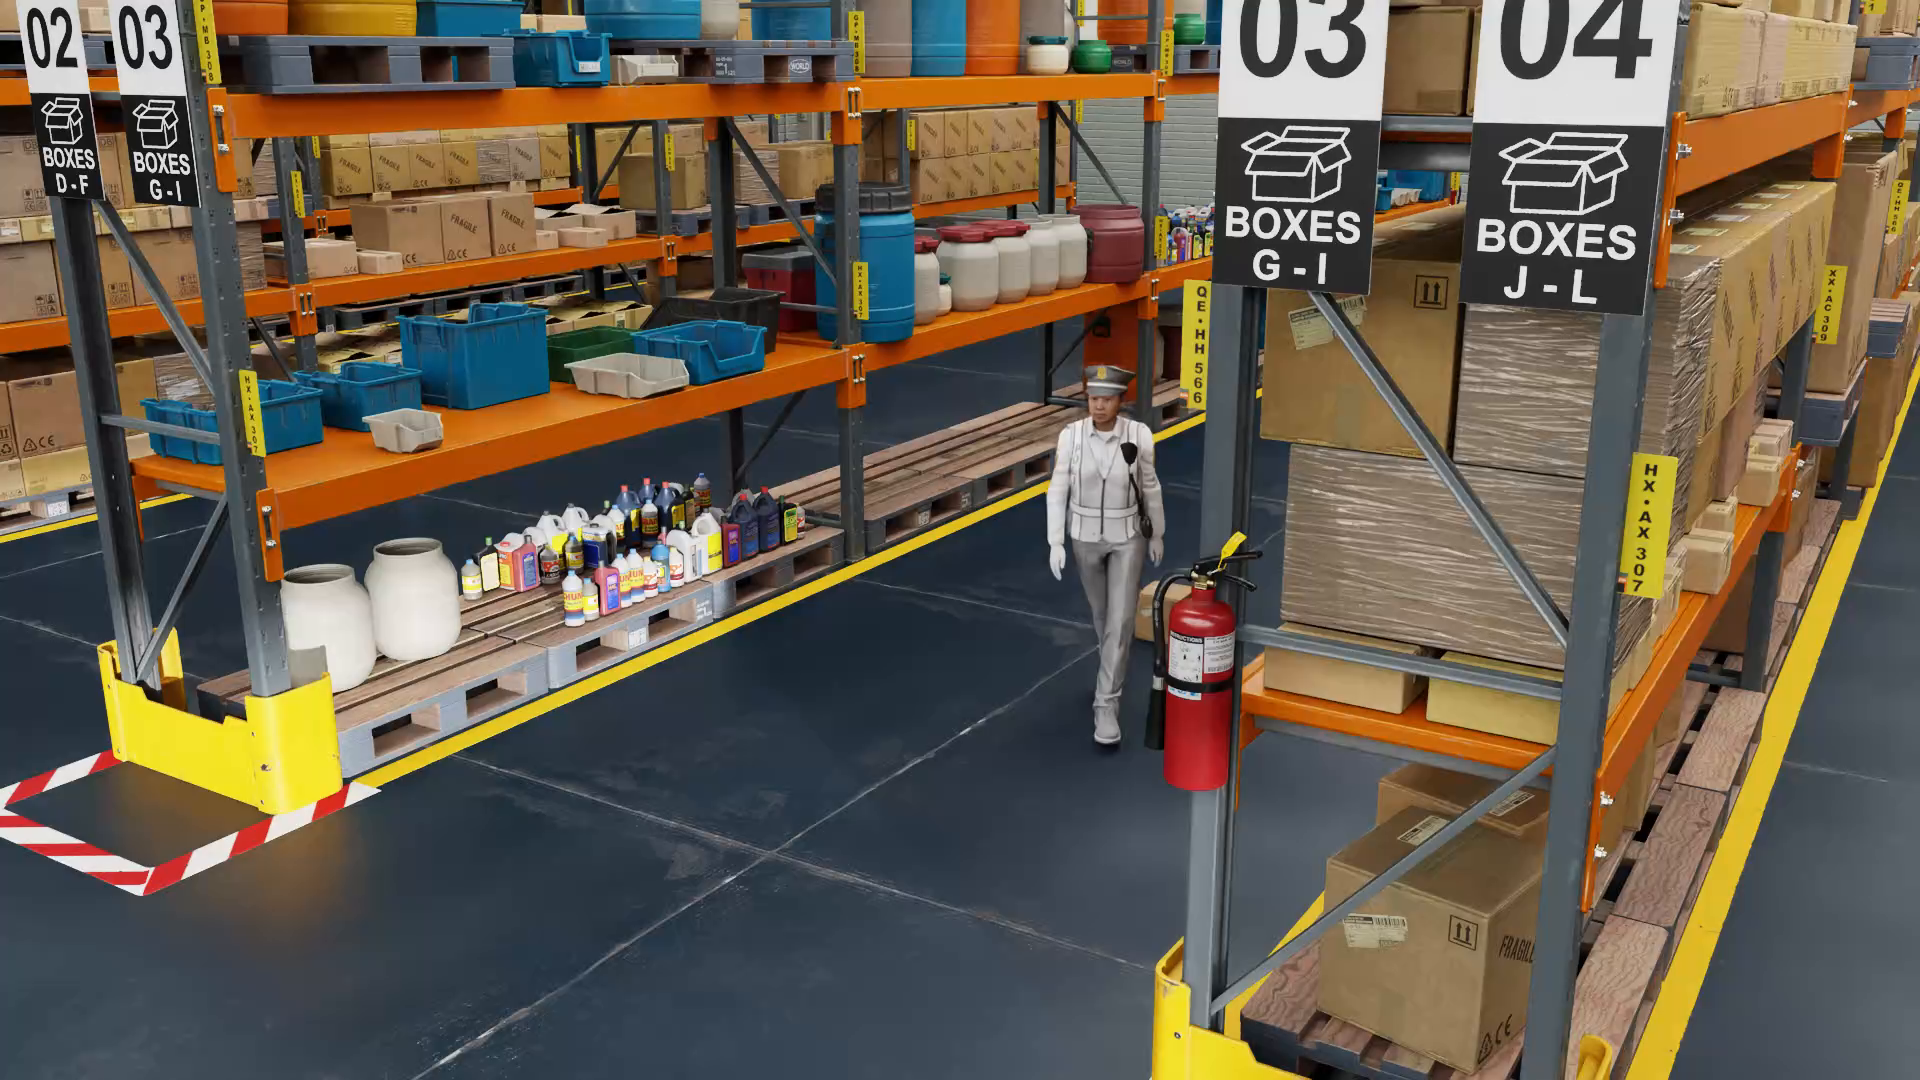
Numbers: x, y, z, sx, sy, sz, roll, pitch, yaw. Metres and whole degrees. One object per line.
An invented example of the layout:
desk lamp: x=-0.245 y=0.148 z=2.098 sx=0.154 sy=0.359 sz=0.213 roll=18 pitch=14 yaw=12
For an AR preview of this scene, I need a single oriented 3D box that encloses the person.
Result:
person: x=0.639 y=-0.008 z=7.498 sx=0.514 sy=1.617 sz=0.963 roll=5 pitch=17 yaw=16
